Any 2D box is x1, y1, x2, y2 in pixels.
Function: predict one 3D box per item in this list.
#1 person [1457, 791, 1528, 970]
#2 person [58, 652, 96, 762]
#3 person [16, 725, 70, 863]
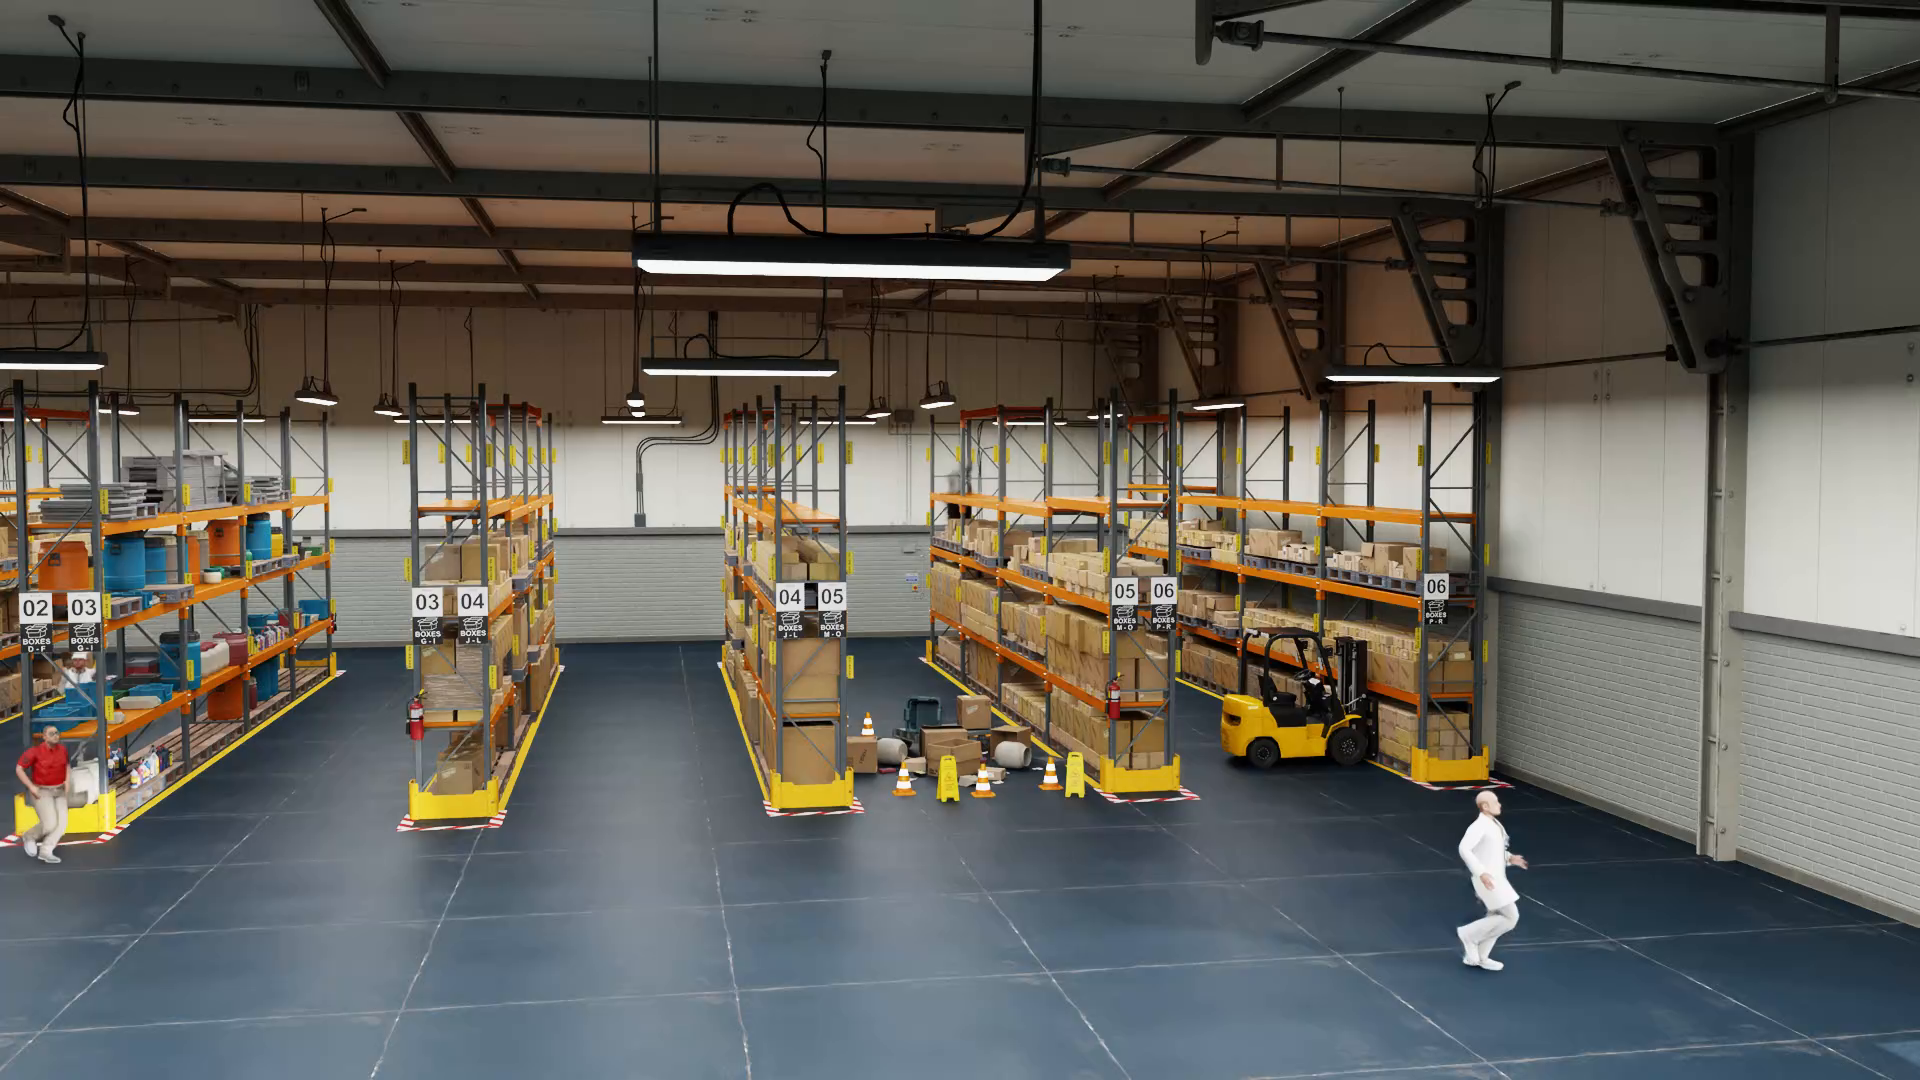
[{"bbox_3d":[5.184,3.314,16.166,0.627,1.738,0.702,1,3,26],"label":"person"},{"bbox_3d":[-14.521,2.721,27.458,0.661,1.769,0.936,-1,3,-18],"label":"person"},{"bbox_3d":[-11.266,3.131,20.506,0.560,1.699,0.664,1,3,23],"label":"person"}]
